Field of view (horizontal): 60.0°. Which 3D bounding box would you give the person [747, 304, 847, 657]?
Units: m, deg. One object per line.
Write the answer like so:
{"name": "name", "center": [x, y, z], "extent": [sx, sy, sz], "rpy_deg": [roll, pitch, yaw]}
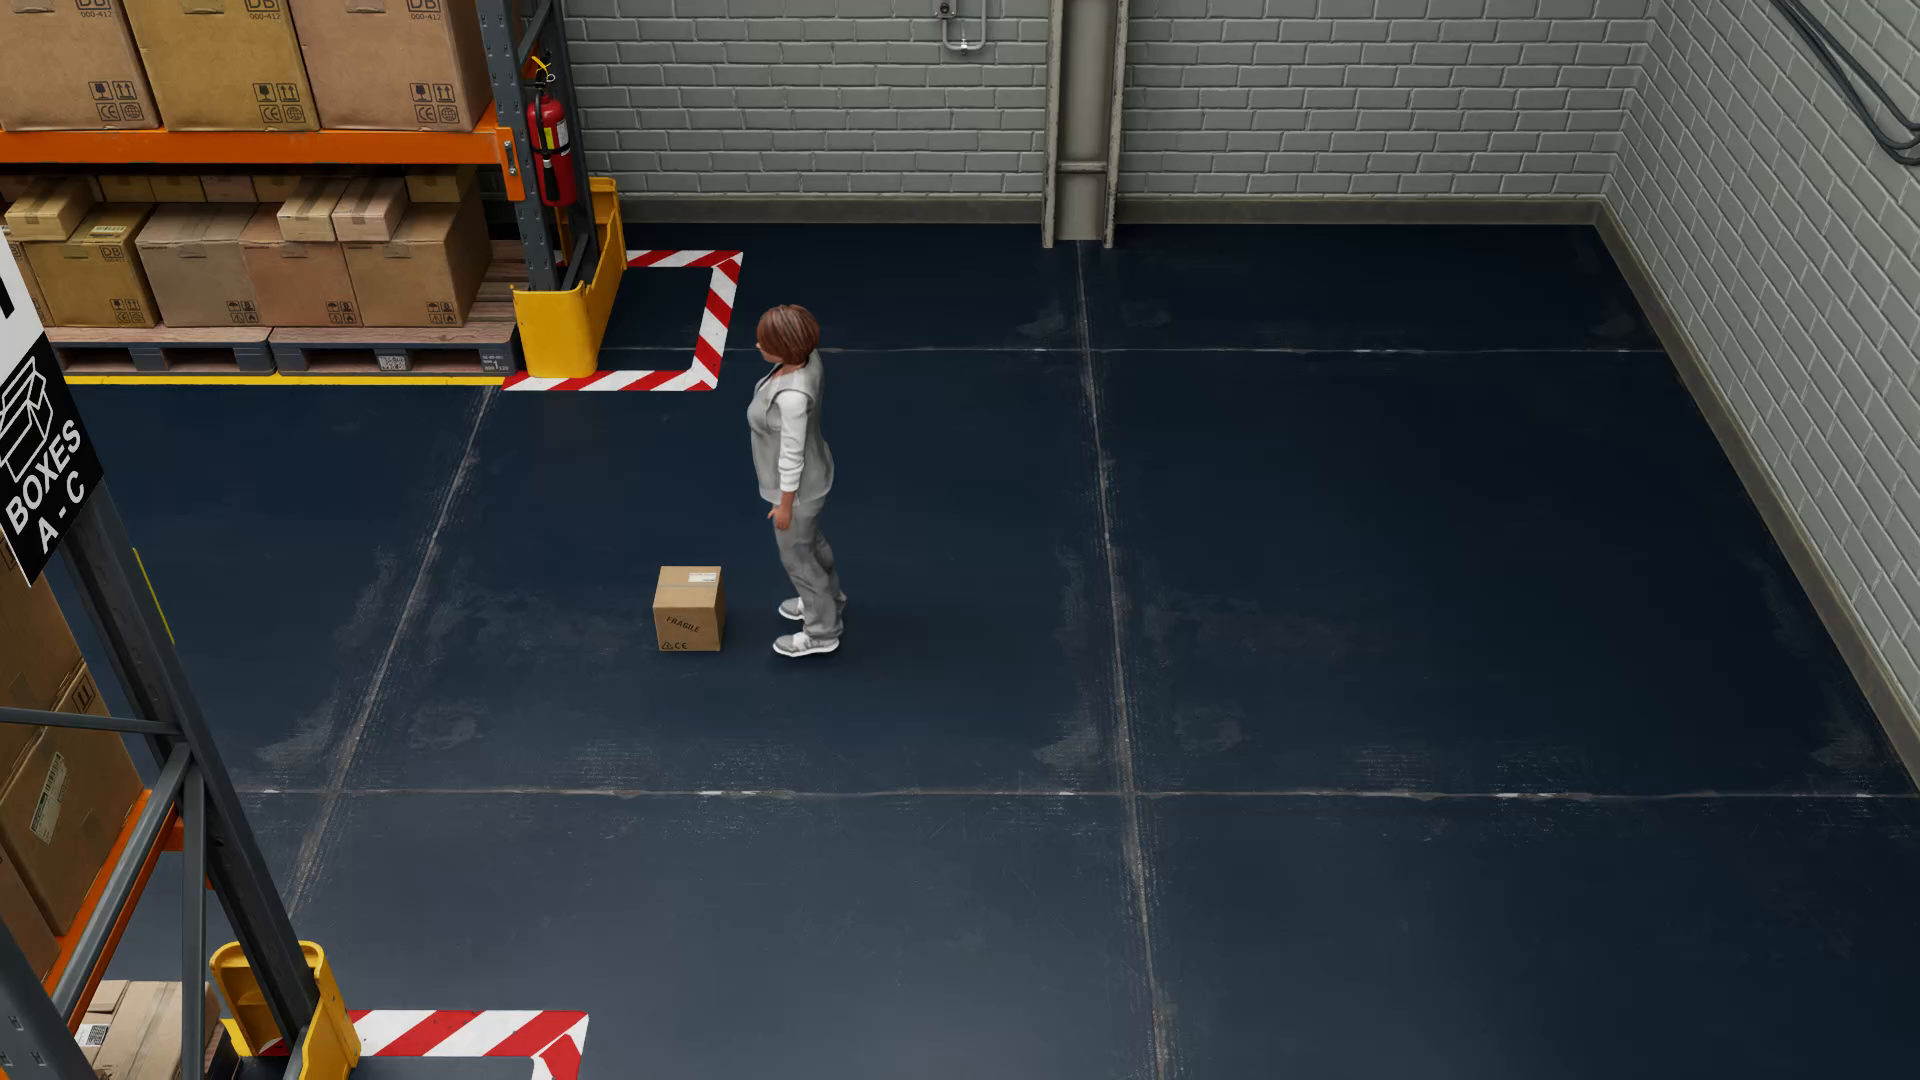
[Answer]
{"name": "person", "center": [-0.630, -0.215, 6.421], "extent": [0.312, 1.598, 0.405], "rpy_deg": [1, 40, 1]}
